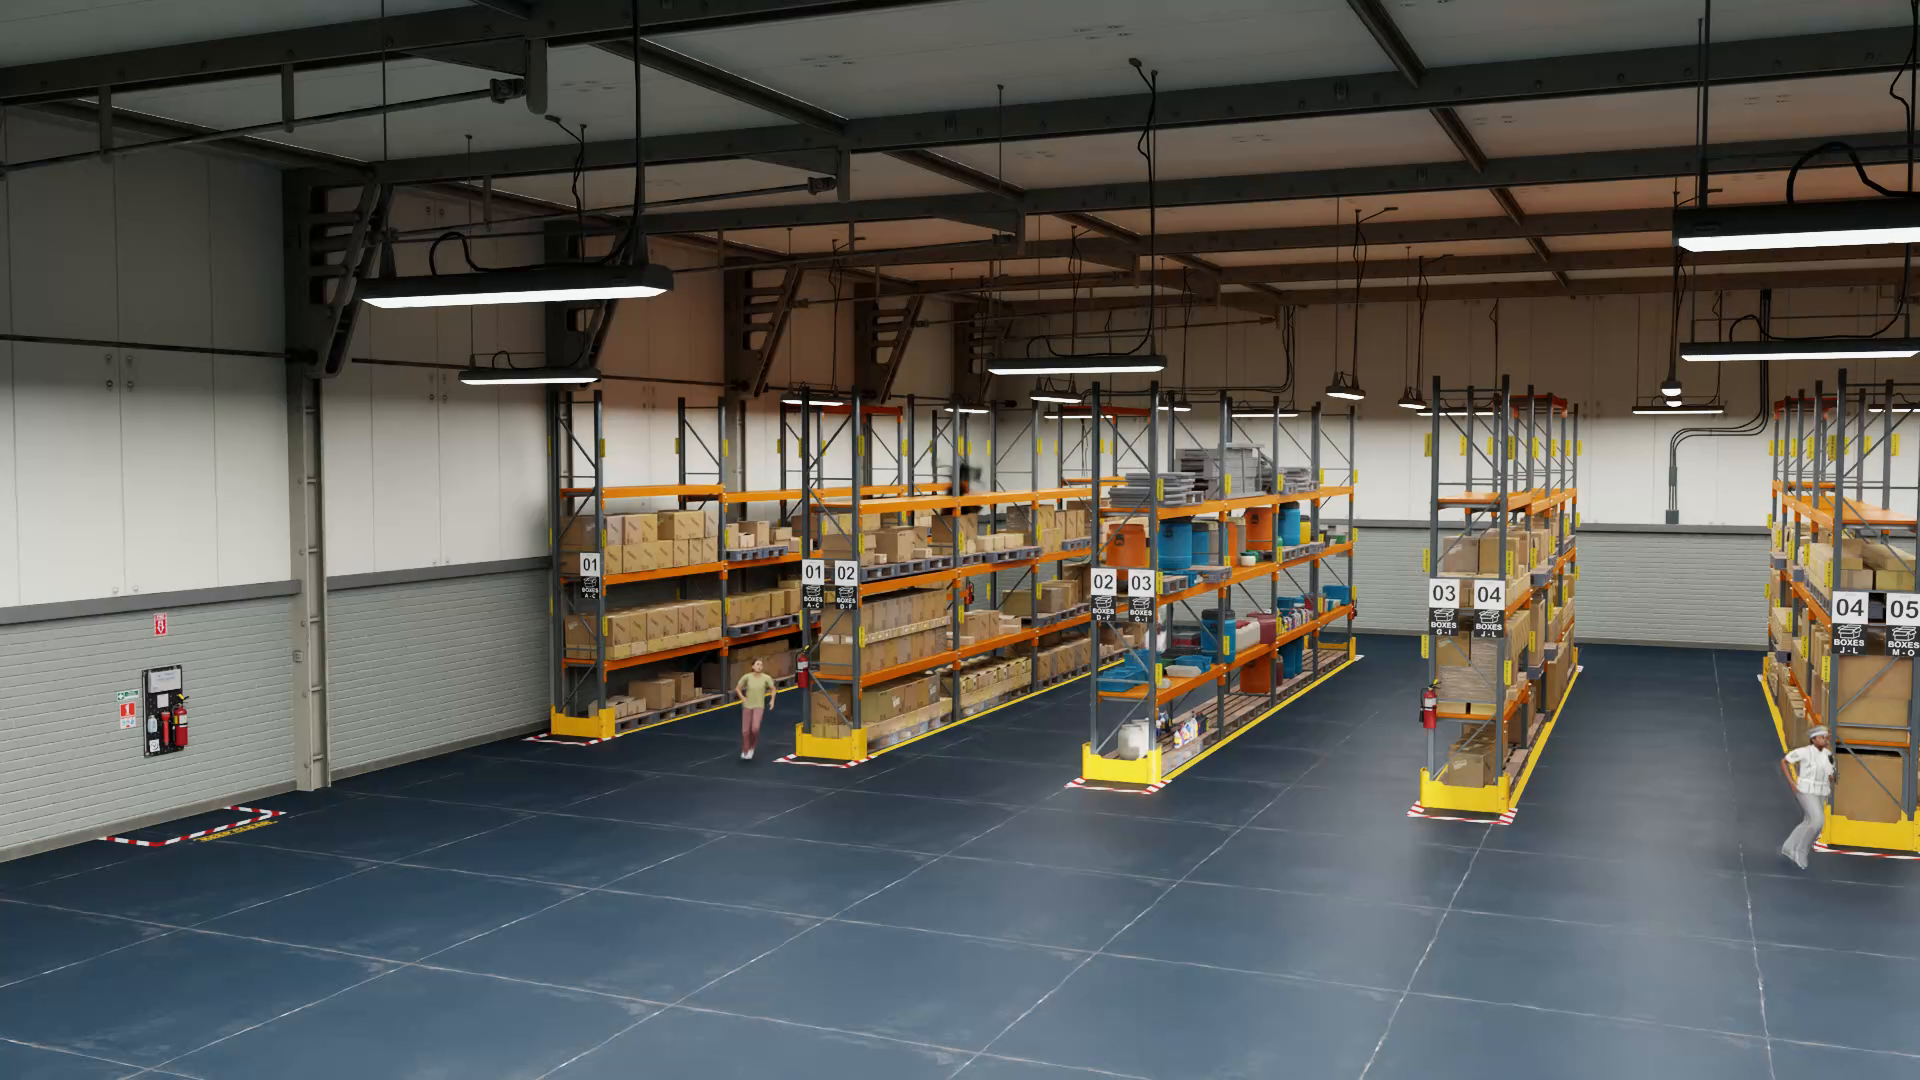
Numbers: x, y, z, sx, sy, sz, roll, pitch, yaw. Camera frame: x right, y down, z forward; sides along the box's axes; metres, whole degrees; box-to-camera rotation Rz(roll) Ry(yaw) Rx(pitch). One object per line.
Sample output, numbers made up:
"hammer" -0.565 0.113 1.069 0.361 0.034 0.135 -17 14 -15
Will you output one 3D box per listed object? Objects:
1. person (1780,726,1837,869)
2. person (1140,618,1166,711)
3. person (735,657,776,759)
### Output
"person" 10.246 3.068 19.992 0.579 1.705 0.644 -1 3 -20
"person" 3.715 2.344 31.542 0.698 1.757 0.886 1 3 22
"person" -3.286 2.710 26.699 0.647 1.620 0.567 0 3 -5
